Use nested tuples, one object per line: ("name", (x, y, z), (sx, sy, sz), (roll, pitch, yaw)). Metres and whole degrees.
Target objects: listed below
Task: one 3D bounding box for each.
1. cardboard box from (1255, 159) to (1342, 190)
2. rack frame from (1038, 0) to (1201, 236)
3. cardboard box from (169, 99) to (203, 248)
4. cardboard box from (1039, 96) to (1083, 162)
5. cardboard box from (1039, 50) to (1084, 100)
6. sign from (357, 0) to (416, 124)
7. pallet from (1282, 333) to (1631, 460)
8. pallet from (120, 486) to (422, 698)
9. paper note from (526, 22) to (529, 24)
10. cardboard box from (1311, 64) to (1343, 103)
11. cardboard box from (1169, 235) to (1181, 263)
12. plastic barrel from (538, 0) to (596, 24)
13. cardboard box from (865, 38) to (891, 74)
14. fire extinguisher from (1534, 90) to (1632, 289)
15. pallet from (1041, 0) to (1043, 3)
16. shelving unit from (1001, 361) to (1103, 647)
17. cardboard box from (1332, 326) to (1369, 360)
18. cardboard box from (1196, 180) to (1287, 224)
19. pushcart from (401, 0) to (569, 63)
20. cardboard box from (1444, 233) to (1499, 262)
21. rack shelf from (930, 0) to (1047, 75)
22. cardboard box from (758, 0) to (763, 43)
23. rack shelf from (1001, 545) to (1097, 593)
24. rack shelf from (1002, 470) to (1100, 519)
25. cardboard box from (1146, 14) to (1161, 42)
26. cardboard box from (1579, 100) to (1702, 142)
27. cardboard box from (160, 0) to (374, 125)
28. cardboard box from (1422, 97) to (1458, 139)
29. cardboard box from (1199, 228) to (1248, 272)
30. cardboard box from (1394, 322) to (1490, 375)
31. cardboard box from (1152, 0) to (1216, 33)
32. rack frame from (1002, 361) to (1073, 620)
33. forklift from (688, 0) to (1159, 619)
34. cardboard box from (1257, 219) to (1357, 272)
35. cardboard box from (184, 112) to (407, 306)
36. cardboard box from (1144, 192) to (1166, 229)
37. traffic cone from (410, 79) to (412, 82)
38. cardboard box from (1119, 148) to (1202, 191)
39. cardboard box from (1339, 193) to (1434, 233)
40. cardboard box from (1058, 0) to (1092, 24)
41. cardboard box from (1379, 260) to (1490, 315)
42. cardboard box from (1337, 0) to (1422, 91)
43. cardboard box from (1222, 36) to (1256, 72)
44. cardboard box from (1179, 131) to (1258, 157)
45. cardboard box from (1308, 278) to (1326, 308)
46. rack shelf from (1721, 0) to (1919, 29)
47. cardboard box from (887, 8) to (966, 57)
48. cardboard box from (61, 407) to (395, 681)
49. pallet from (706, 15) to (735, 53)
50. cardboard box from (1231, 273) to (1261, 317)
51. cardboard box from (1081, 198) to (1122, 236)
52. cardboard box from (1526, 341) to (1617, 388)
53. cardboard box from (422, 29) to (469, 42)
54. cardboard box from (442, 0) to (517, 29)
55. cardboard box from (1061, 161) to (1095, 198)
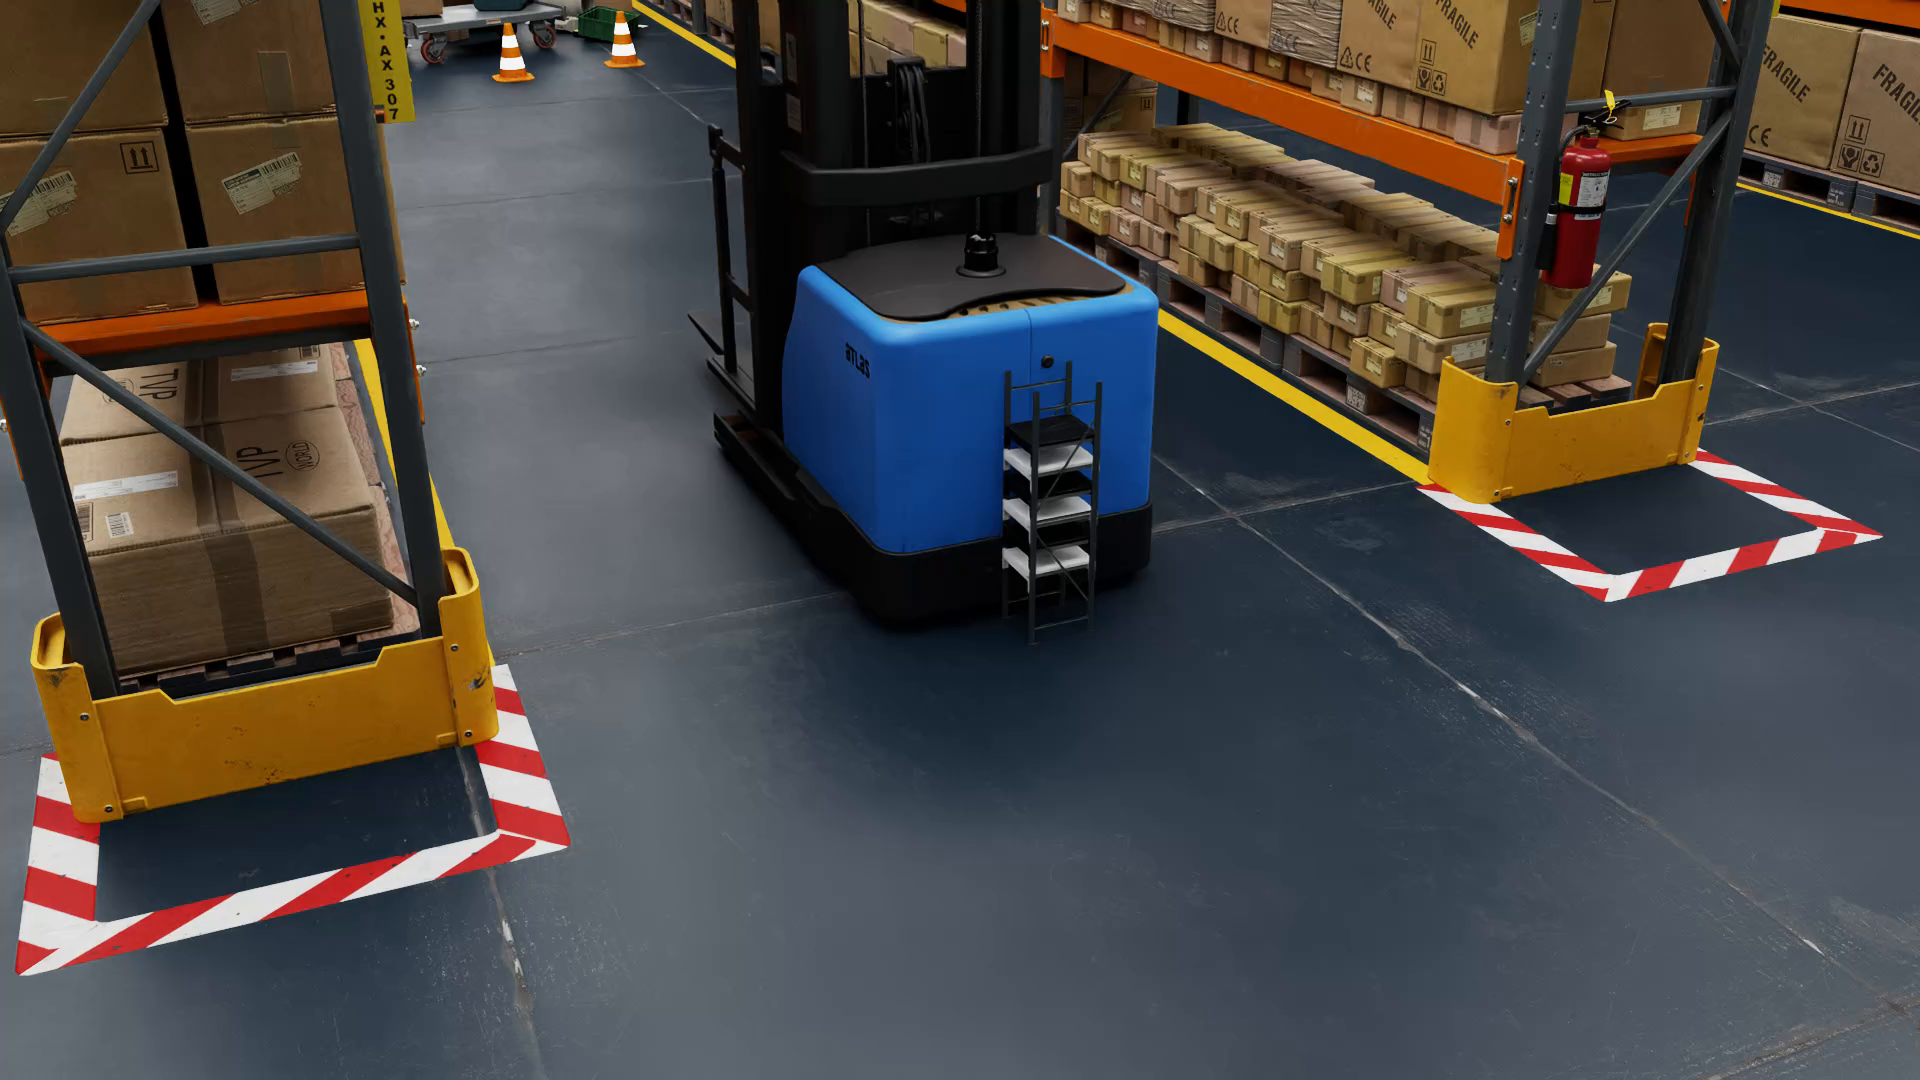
("cardboard box", (1.793, -1.902, 8.819), (0.380, 0.149, 0.250), (-12, 28, -23))
("rack frame", (0.952, -3.233, 9.453), (1.000, 3.000, 0.127), (-11, 28, -21))
("cardboard box", (-2.611, -1.126, 5.024), (0.500, 0.500, 0.500), (-11, 28, -22))
("cardboard box", (0.431, -2.554, 10.433), (0.500, 0.500, 0.500), (-11, 28, -22))
("cardboard box", (0.428, -2.893, 10.272), (0.500, 0.250, 0.500), (-11, 28, -22))
("sign", (-1.483, -1.245, 4.303), (0.100, 0.325, 0.005), (-11, 28, -21))
("pallet", (2.204, -0.730, 7.505), (1.003, 0.211, 1.213), (-11, 28, -21))
("pallet", (-2.381, 0.217, 5.566), (1.003, 0.211, 1.213), (-11, 28, -21))
("paper note", (-4.396, -5.359, 17.200), (0.172, 0.023, 0.155), (-1, 26, -3))
("cardboard box", (1.759, -2.004, 7.223), (0.380, 0.149, 0.250), (-12, 28, -23))
("cardboard box", (1.332, -1.543, 8.763), (0.380, 0.149, 0.250), (-12, 28, -23))
("plastic barrel", (-4.036, -5.500, 17.031), (0.512, 0.421, 0.421), (8, 27, 15))
("cardboard box", (-0.372, -3.382, 12.128), (0.500, 0.500, 0.500), (-10, 28, -20))
("fire extinguisher", (2.193, -1.235, 5.874), (0.296, 0.674, 0.183), (-11, 28, -21))
("pallet", (0.787, -3.481, 10.178), (1.003, 0.211, 1.213), (-11, 28, -21))
("shelving unit", (0.295, -0.113, 5.457), (0.258, 0.900, 0.210), (-11, 28, -21))
("cardboard box", (1.903, -0.911, 7.467), (0.380, 0.149, 0.250), (-11, 28, -21))
("cardboard box", (1.425, -1.705, 8.415), (0.380, 0.149, 0.250), (-12, 28, -23))
("pushcart", (-4.617, -4.805, 15.661), (1.648, 0.377, 0.936), (-22, 34, -38))
("cardboard box", (2.427, -1.278, 7.540), (0.380, 0.149, 0.250), (-11, 28, -21))
("rack shelf", (0.169, -3.717, 11.265), (1.077, 0.370, 4.000), (-11, 28, -21))
("cardboard box", (-1.480, -5.015, 15.189), (1.050, 0.750, 0.750), (-11, 28, -21))
("rack shelf", (0.295, 0.078, 5.550), (0.258, 0.077, 0.200), (-11, 28, -21))
("rack shelf", (0.295, -0.164, 5.432), (0.258, 0.077, 0.200), (-11, 28, -21))
("cardboard box", (1.186, -2.649, 8.543), (0.380, 0.149, 0.250), (-12, 28, -23))
("cardboard box", (2.694, -1.693, 6.584), (0.380, 0.149, 0.250), (-11, 28, -21))
("cardboard box", (-1.922, -1.464, 4.576), (0.500, 0.500, 0.500), (-11, 28, -22))
("cardboard box", (2.068, -1.695, 6.590), (0.380, 0.149, 0.250), (-11, 28, -21))
("cardboard box", (1.413, -1.453, 8.239), (0.380, 0.149, 0.250), (-10, 28, -20))
("cardboard box", (2.050, -0.824, 6.950), (0.380, 0.149, 0.250), (-11, 28, -22))
("cardboard box", (1.279, -2.761, 8.032), (0.500, 0.500, 0.500), (-11, 28, -22))
("rack frame", (0.254, -0.154, 5.540), (0.240, 0.900, 0.006), (-11, 28, -21))
("forklift", (-0.384, -1.673, 6.336), (1.130, 2.935, 3.031), (-11, 28, -21))
("cardboard box", (1.615, -1.372, 7.734), (0.380, 0.149, 0.250), (-10, 28, -19))
("cardboard box", (-1.920, -1.015, 4.796), (0.500, 0.500, 0.500), (-11, 28, -21))
("cardboard box", (1.213, -1.785, 8.918), (0.380, 0.149, 0.250), (-12, 29, -23))
("traffic cone", (-4.922, -4.171, 14.266), (0.336, 0.463, 0.334), (-11, 28, -21))
("cardboard box", (1.094, -2.018, 9.058), (0.380, 0.149, 0.250), (-11, 28, -21))
("cardboard box", (2.093, -1.591, 8.183), (0.380, 0.149, 0.250), (-10, 28, -20))
("cardboard box", (0.762, -2.950, 9.159), (0.380, 0.149, 0.250), (-10, 28, -19))
("cardboard box", (2.033, -1.075, 7.125), (0.380, 0.149, 0.250), (-10, 28, -20))
("cardboard box", (1.909, -2.143, 6.767), (0.500, 0.500, 0.500), (-11, 28, -21))
("cardboard box", (1.470, -2.326, 7.882), (0.380, 0.149, 0.250), (-9, 28, -19))
("cardboard box", (1.468, -2.213, 9.456), (0.380, 0.149, 0.250), (-10, 28, -20))
("cardboard box", (1.834, -1.159, 7.637), (0.380, 0.149, 0.250), (-11, 28, -21))
("rack shelf", (6.339, -2.914, 9.619), (1.077, 0.370, 4.000), (-11, 28, -21))
("cardboard box", (-0.186, -3.524, 11.564), (0.500, 0.250, 0.500), (-10, 28, -20))
("cardboard box", (-2.347, -0.014, 5.301), (0.875, 0.438, 0.875), (-12, 28, -22))
("pallet", (-1.809, -4.911, 16.068), (1.003, 0.211, 1.213), (-11, 28, -21))
("cardboard box", (1.548, -1.214, 8.088), (0.380, 0.149, 0.250), (-10, 28, -20))
("cardboard box", (0.904, -1.831, 9.352), (0.380, 0.149, 0.250), (-10, 28, -19))
("cardboard box", (2.608, -0.793, 7.225), (0.380, 0.149, 0.250), (-10, 28, -20))
("cardboard box", (-5.040, -5.041, 16.271), (0.396, 0.266, 0.258), (13, 29, 24))
("cardboard box", (-4.871, -5.475, 16.736), (0.797, 0.637, 0.503), (-11, 28, -21))
("cardboard box", (0.800, -2.073, 9.509), (0.380, 0.149, 0.250), (-9, 28, -18))
